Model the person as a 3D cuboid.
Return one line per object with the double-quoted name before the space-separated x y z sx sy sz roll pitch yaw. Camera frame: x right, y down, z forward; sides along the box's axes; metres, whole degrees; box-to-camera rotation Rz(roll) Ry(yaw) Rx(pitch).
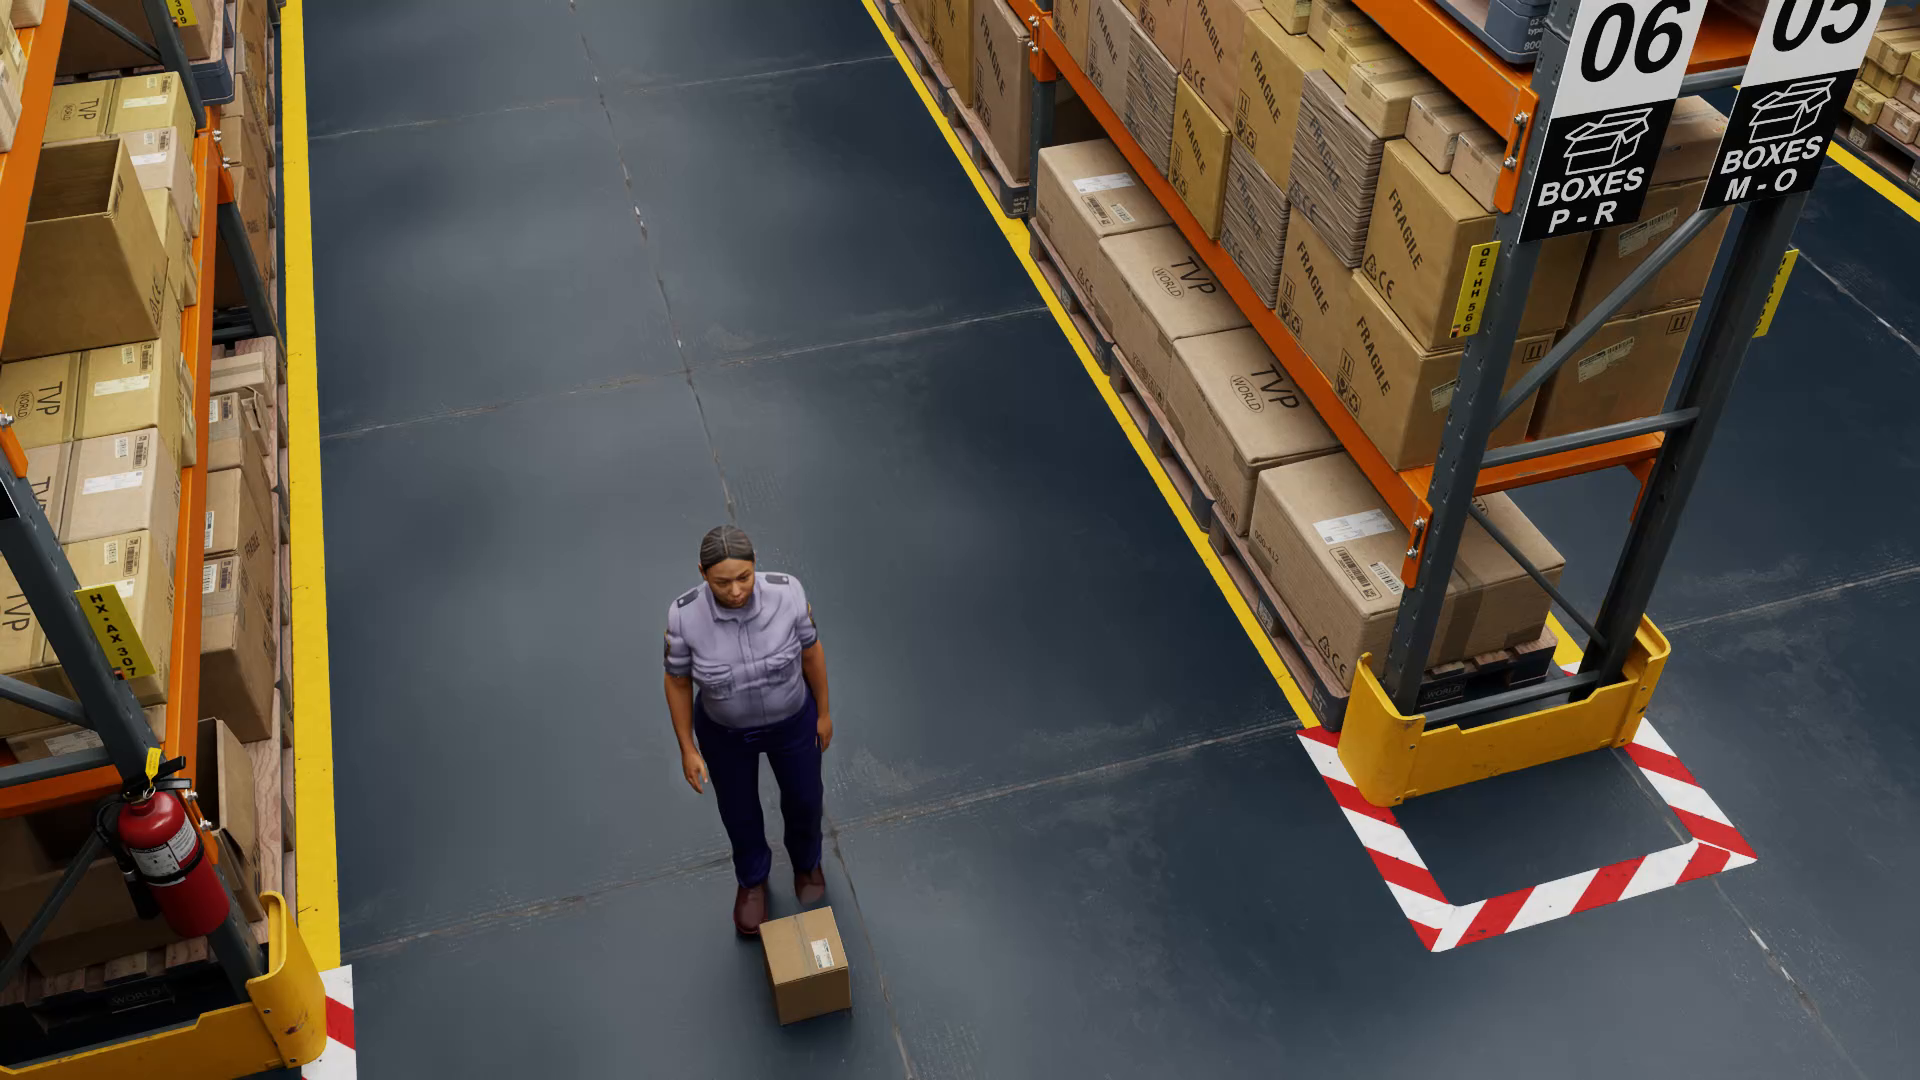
"person" -0.676 0.664 5.477 0.523 1.697 0.422 -7 43 -8
